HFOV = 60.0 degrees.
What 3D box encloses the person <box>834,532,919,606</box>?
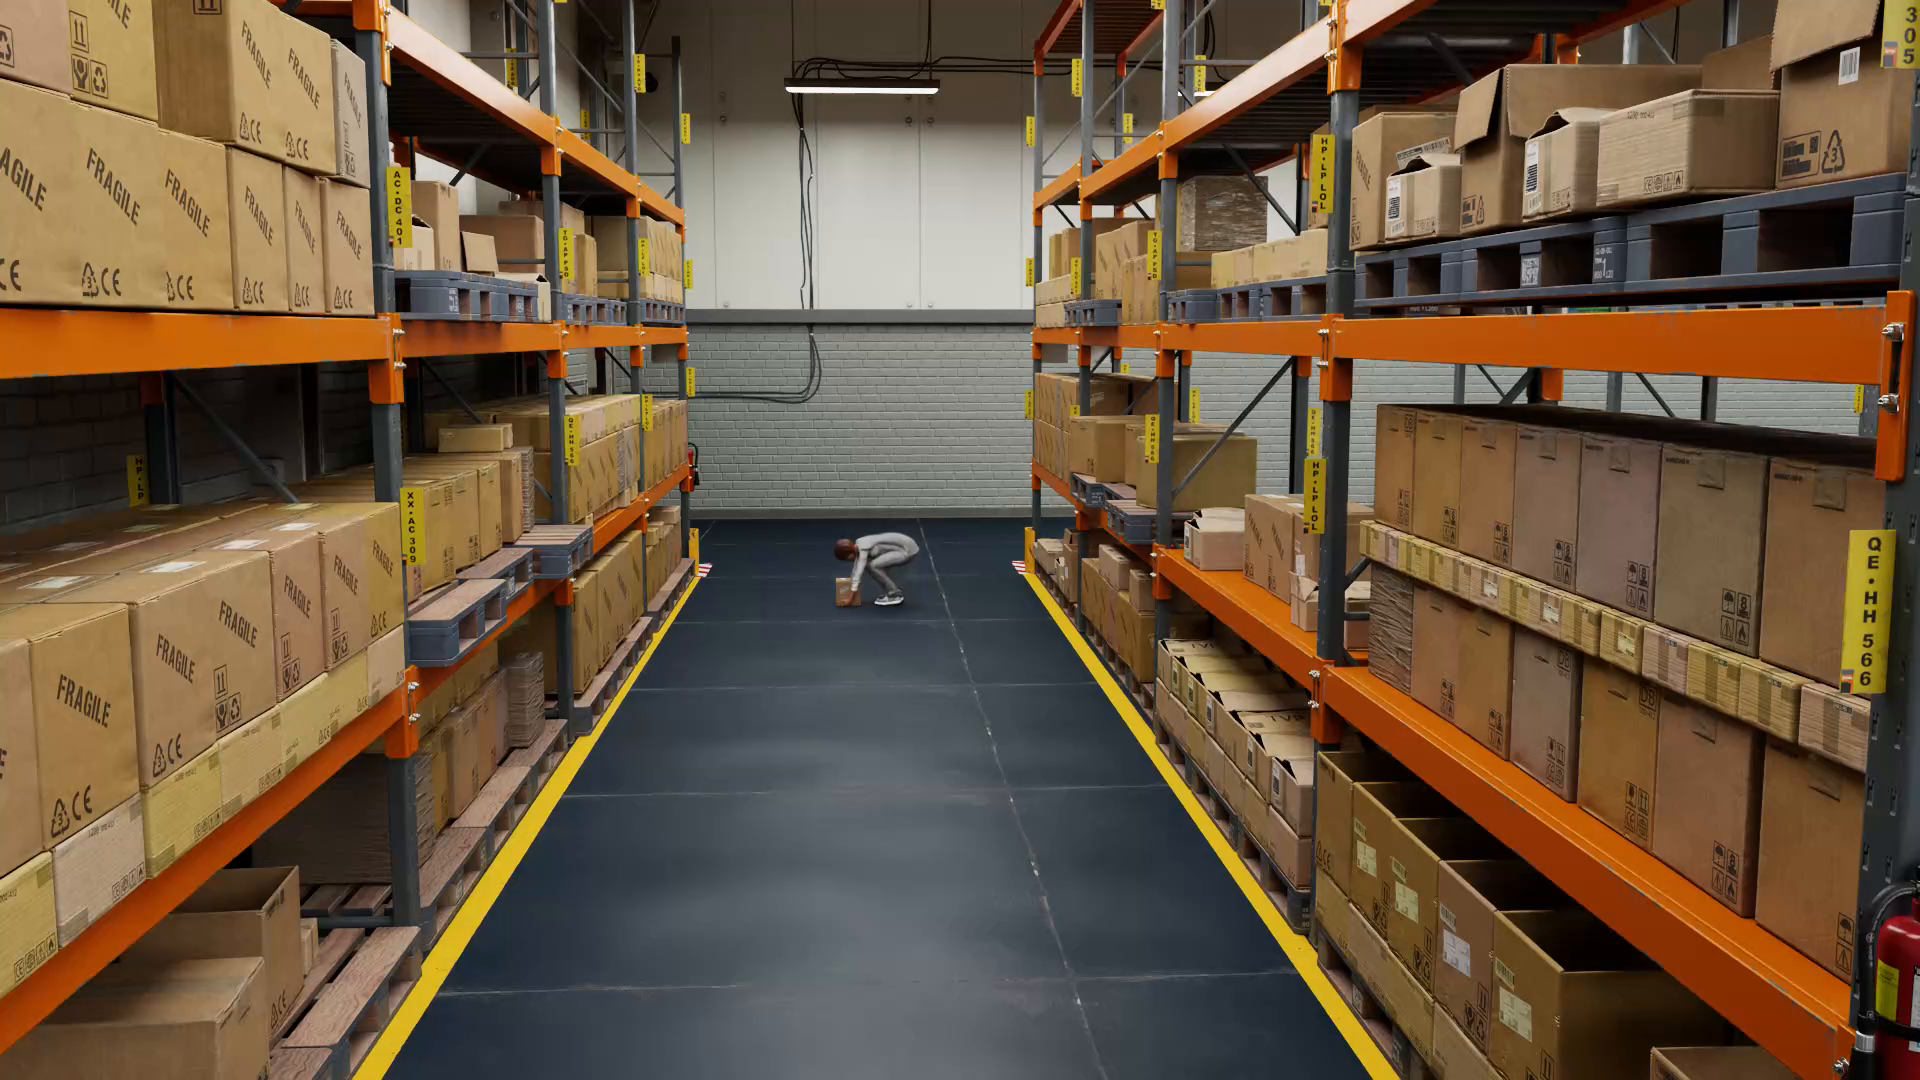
[{"bbox_3d":[-0.849,0.298,16.990,0.873,0.760,0.419,-1,7,-5],"label":"person"}]
